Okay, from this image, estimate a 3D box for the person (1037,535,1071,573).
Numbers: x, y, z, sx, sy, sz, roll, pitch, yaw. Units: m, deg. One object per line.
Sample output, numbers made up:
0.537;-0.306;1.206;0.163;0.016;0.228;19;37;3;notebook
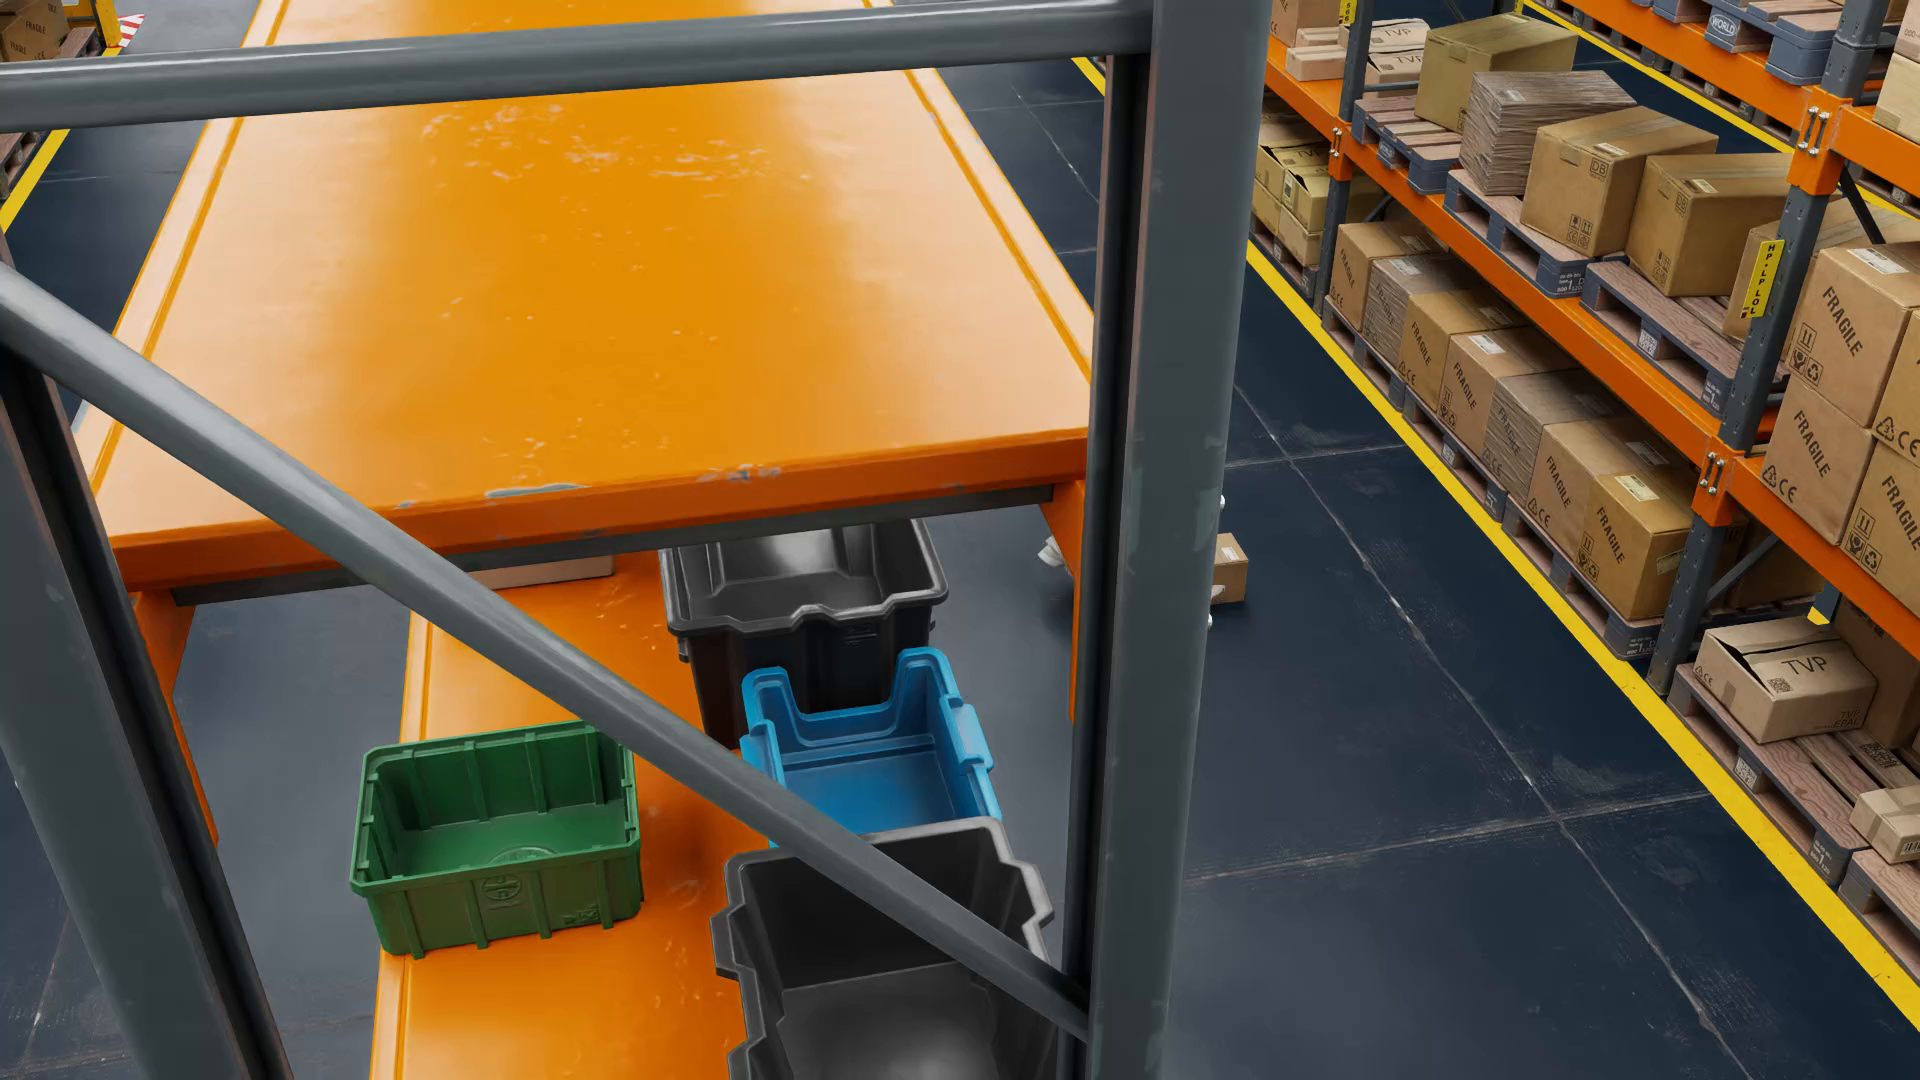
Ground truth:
0.786;-0.446;7.786;0.764;1.766;0.626;-10;35;-15;person
